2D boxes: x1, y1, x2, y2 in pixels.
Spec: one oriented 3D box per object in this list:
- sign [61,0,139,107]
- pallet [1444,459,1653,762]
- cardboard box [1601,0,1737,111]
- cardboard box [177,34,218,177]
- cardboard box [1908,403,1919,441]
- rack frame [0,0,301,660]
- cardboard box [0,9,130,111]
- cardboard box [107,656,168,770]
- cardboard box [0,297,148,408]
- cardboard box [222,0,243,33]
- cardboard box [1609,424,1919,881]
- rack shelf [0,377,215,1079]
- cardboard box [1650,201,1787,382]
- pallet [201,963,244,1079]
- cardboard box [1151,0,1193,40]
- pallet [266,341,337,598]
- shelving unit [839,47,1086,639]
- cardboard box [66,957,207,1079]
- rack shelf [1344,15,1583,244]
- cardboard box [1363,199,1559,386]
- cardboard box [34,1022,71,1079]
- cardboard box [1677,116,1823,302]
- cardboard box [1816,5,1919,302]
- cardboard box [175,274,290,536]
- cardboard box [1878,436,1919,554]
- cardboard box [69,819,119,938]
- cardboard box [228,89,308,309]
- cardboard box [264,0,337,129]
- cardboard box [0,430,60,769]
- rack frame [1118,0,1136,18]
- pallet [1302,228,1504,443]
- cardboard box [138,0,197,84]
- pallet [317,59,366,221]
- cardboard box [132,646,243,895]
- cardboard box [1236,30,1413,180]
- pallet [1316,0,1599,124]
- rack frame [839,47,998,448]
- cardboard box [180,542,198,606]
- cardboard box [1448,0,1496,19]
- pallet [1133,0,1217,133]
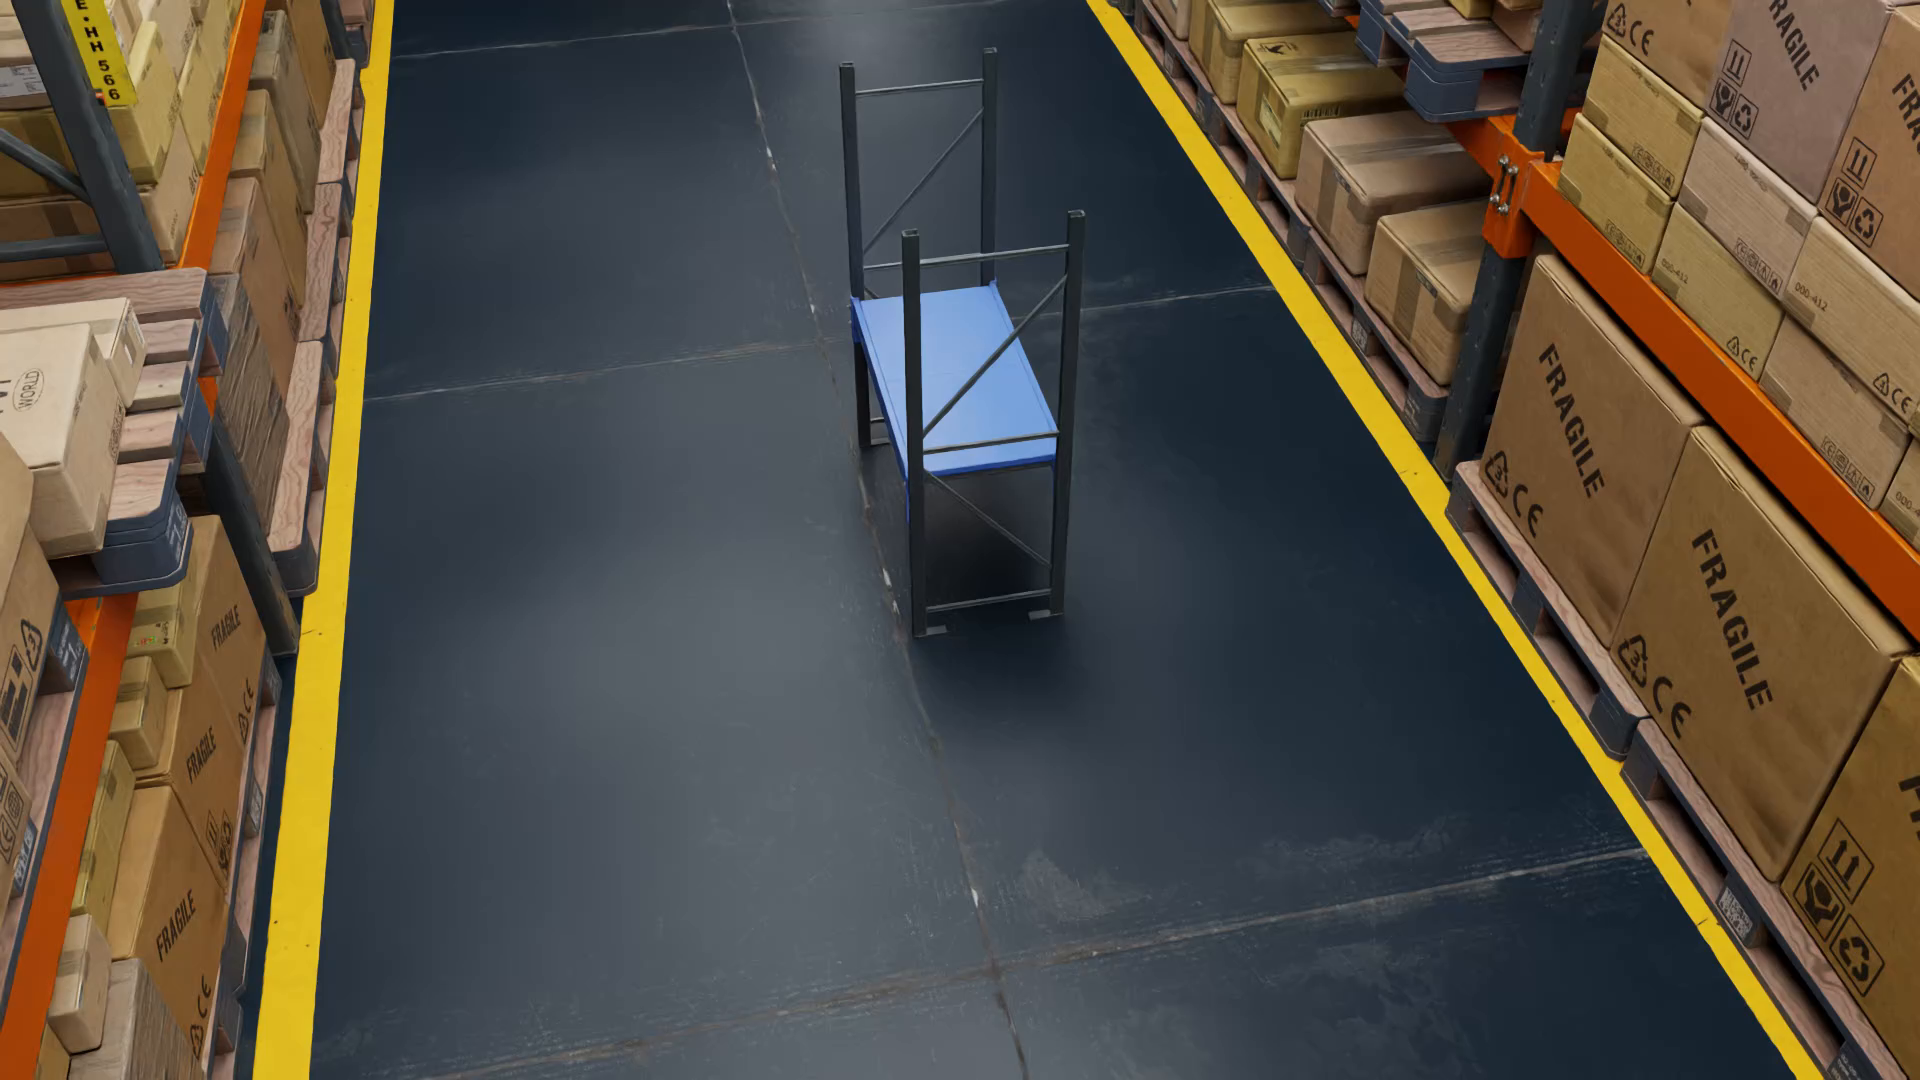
[{"bbox_3d":[-2.097,-1.206,4.037,0.100,0.325,0.005,-8,42,-9],"label":"sign"},{"bbox_3d":[2.317,0.132,5.442,1.003,0.211,1.213,-8,42,-9],"label":"pallet"},{"bbox_3d":[2.088,-1.489,4.340,0.500,0.500,0.500,-10,43,-11],"label":"cardboard box"},{"bbox_3d":[-2.586,-1.312,5.082,0.500,0.250,0.500,-9,42,-10],"label":"cardboard box"},{"bbox_3d":[2.391,-0.209,3.462,0.500,0.250,0.500,-8,42,-9],"label":"cardboard box"},{"bbox_3d":[-2.625,-0.719,4.301,1.000,3.000,0.127,-8,42,-9],"label":"rack frame"},{"bbox_3d":[-2.407,-1.248,4.332,0.380,0.149,0.250,-7,42,-8],"label":"cardboard box"},{"bbox_3d":[-2.168,0.449,4.062,0.380,0.149,0.250,-10,43,-11],"label":"cardboard box"},{"bbox_3d":[-2.109,-0.411,3.827,0.380,0.149,0.250,-8,42,-8],"label":"cardboard box"},{"bbox_3d":[-2.814,-1.982,5.836,0.500,0.250,0.500,-7,42,-8],"label":"cardboard box"},{"bbox_3d":[2.477,0.243,4.501,0.875,0.875,0.875,-8,42,-9],"label":"cardboard box"},{"bbox_3d":[-2.194,0.846,3.079,1.077,0.370,4.000,-8,42,-9],"label":"rack shelf"},{"bbox_3d":[2.209,-0.693,4.384,0.500,0.250,0.500,-9,42,-11],"label":"cardboard box"},{"bbox_3d":[-2.241,1.602,3.786,1.003,0.211,1.213,-8,42,-9],"label":"pallet"},{"bbox_3d":[1.473,-2.860,8.376,0.950,0.372,0.625,-8,42,-9],"label":"cardboard box"},{"bbox_3d":[-2.765,-0.215,5.834,1.003,0.211,1.213,-8,42,-9],"label":"pallet"},{"bbox_3d":[-0.018,-0.616,5.314,0.538,1.500,1.048,-8,42,-9],"label":"shelving unit"},{"bbox_3d":[-1.980,1.301,3.592,0.500,0.500,0.500,-10,43,-11],"label":"cardboard box"},{"bbox_3d":[1.789,-2.460,6.804,1.077,0.370,4.000,-8,42,-9],"label":"rack shelf"},{"bbox_3d":[2.108,-0.975,6.252,0.950,0.372,0.625,-11,43,-12],"label":"cardboard box"},{"bbox_3d":[-2.009,1.130,3.295,0.380,0.149,0.250,-8,42,-9],"label":"cardboard box"},{"bbox_3d":[2.199,-0.865,4.201,0.500,0.250,0.500,-7,42,-8],"label":"cardboard box"},{"bbox_3d":[2.301,-0.832,3.599,0.500,0.500,0.500,-7,42,-8],"label":"cardboard box"},{"bbox_3d":[-2.747,-0.394,5.407,0.875,0.625,0.625,-7,42,-8],"label":"cardboard box"},{"bbox_3d":[2.426,-0.033,3.640,0.500,0.250,0.500,-8,42,-9],"label":"cardboard box"},{"bbox_3d":[-2.101,0.789,3.680,0.380,0.149,0.250,-9,42,-10],"label":"cardboard box"},{"bbox_3d":[-3.041,-1.253,6.375,0.875,0.625,0.625,-10,43,-11],"label":"cardboard box"},{"bbox_3d":[-3.365,-2.244,7.491,0.875,0.625,0.625,-7,42,-7],"label":"cardboard box"},{"bbox_3d":[-2.092,0.117,2.965,0.797,0.503,0.637,-9,42,-10],"label":"cardboard box"},{"bbox_3d":[1.357,-4.026,8.025,1.000,3.000,0.127,-8,42,-9],"label":"rack frame"},{"bbox_3d":[2.053,-0.897,6.601,1.003,0.211,1.213,-8,42,-9],"label":"pallet"},{"bbox_3d":[-2.589,-1.497,4.914,0.500,0.250,0.500,-7,42,-8],"label":"cardboard box"},{"bbox_3d":[-3.292,-1.797,7.615,1.003,0.211,1.213,-8,42,-9],"label":"pallet"},{"bbox_3d":[-2.226,0.628,4.350,0.500,0.500,0.500,-9,42,-10],"label":"cardboard box"},{"bbox_3d":[1.783,-1.944,7.344,0.950,0.372,0.625,-7,42,-8],"label":"cardboard box"},{"bbox_3d":[1.963,-1.808,5.671,1.213,0.211,1.003,-8,42,-9],"label":"pallet"},{"bbox_3d":[-0.128,-0.946,5.686,0.500,1.500,0.032,-8,42,-9],"label":"rack frame"},{"bbox_3d":[-2.271,0.100,4.456,0.380,0.149,0.250,-10,43,-11],"label":"cardboard box"},{"bbox_3d":[1.792,-1.838,5.434,0.380,0.149,0.250,-8,42,-9],"label":"cardboard box"},{"bbox_3d":[1.527,-2.478,8.383,1.003,0.211,1.213,-8,42,-9],"label":"pallet"}]
